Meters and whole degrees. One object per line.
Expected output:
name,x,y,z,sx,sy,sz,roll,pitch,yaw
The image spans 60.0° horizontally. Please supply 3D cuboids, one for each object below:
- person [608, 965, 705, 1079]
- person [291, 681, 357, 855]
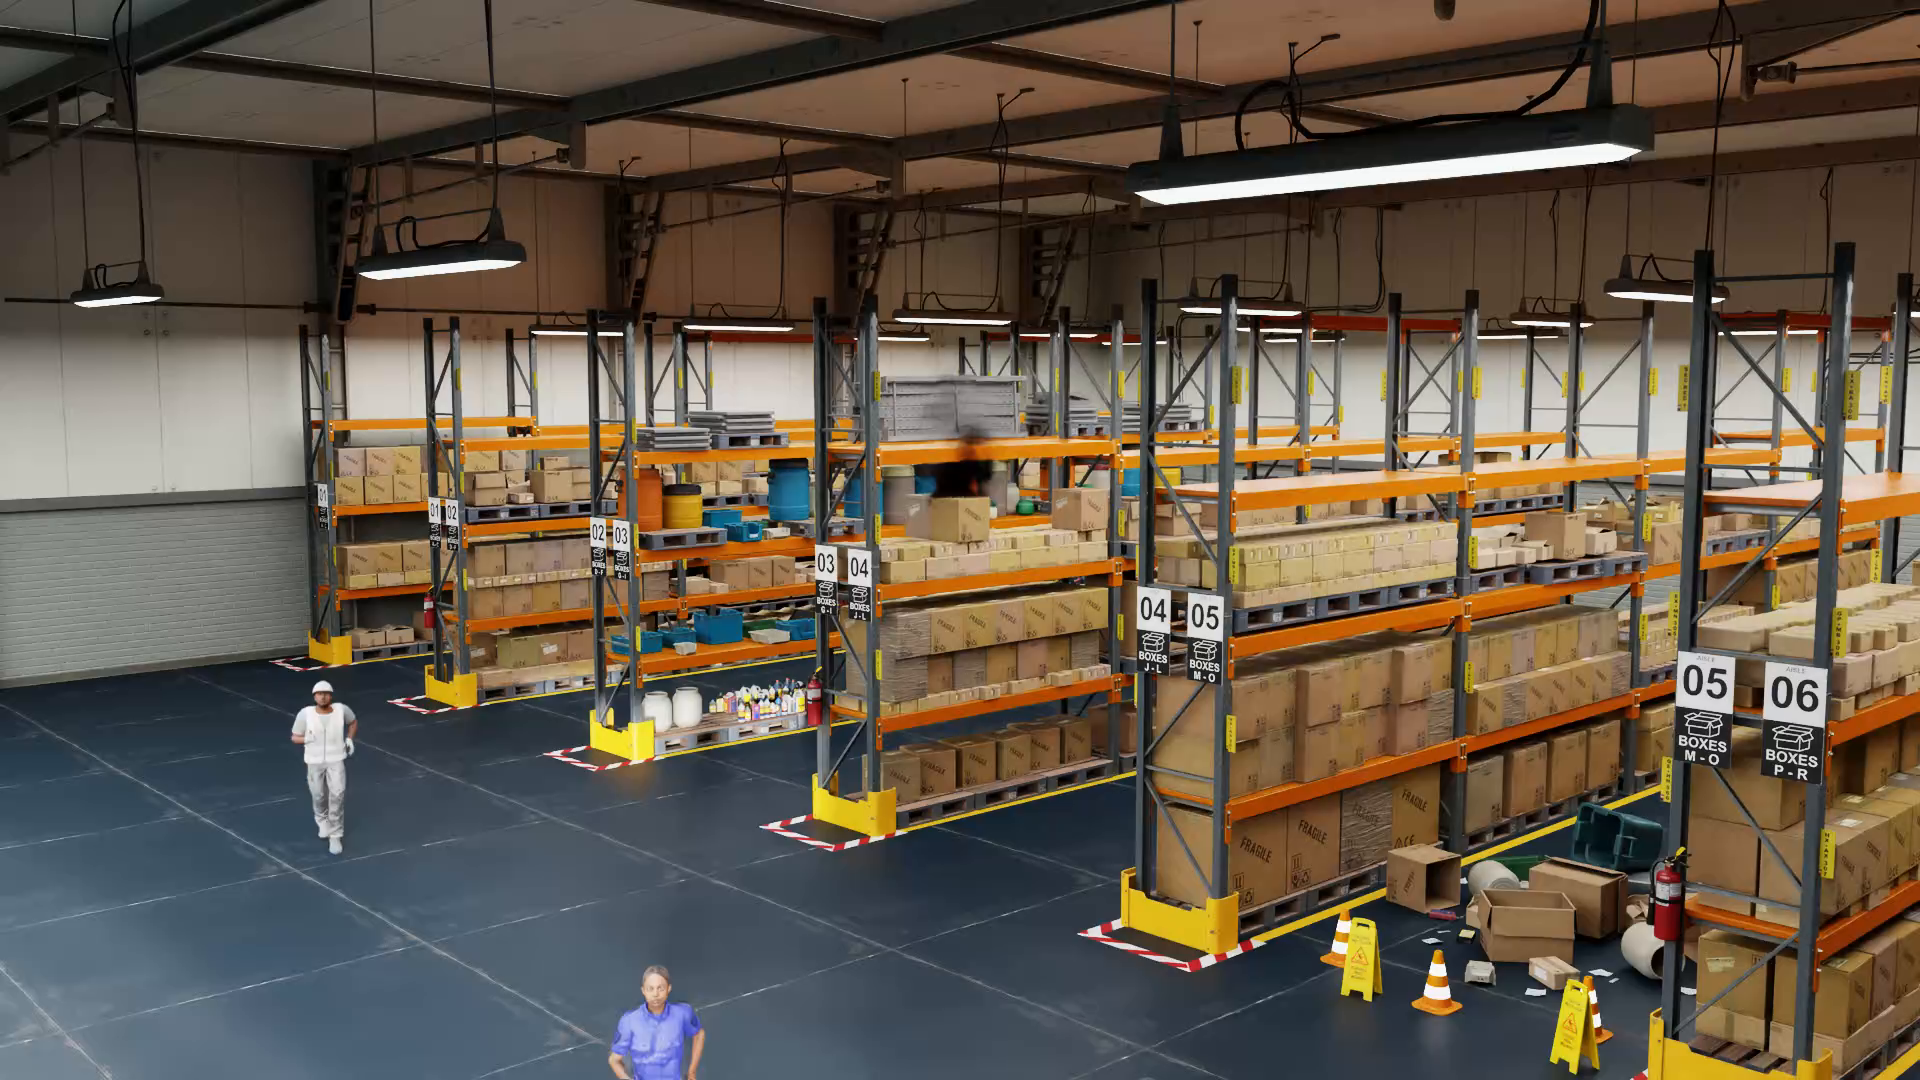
person,-1.816,3.351,9.962,0.556,1.650,0.851,-1,6,-12
person,-6.900,2.435,18.081,0.664,1.823,0.817,-2,6,-19
